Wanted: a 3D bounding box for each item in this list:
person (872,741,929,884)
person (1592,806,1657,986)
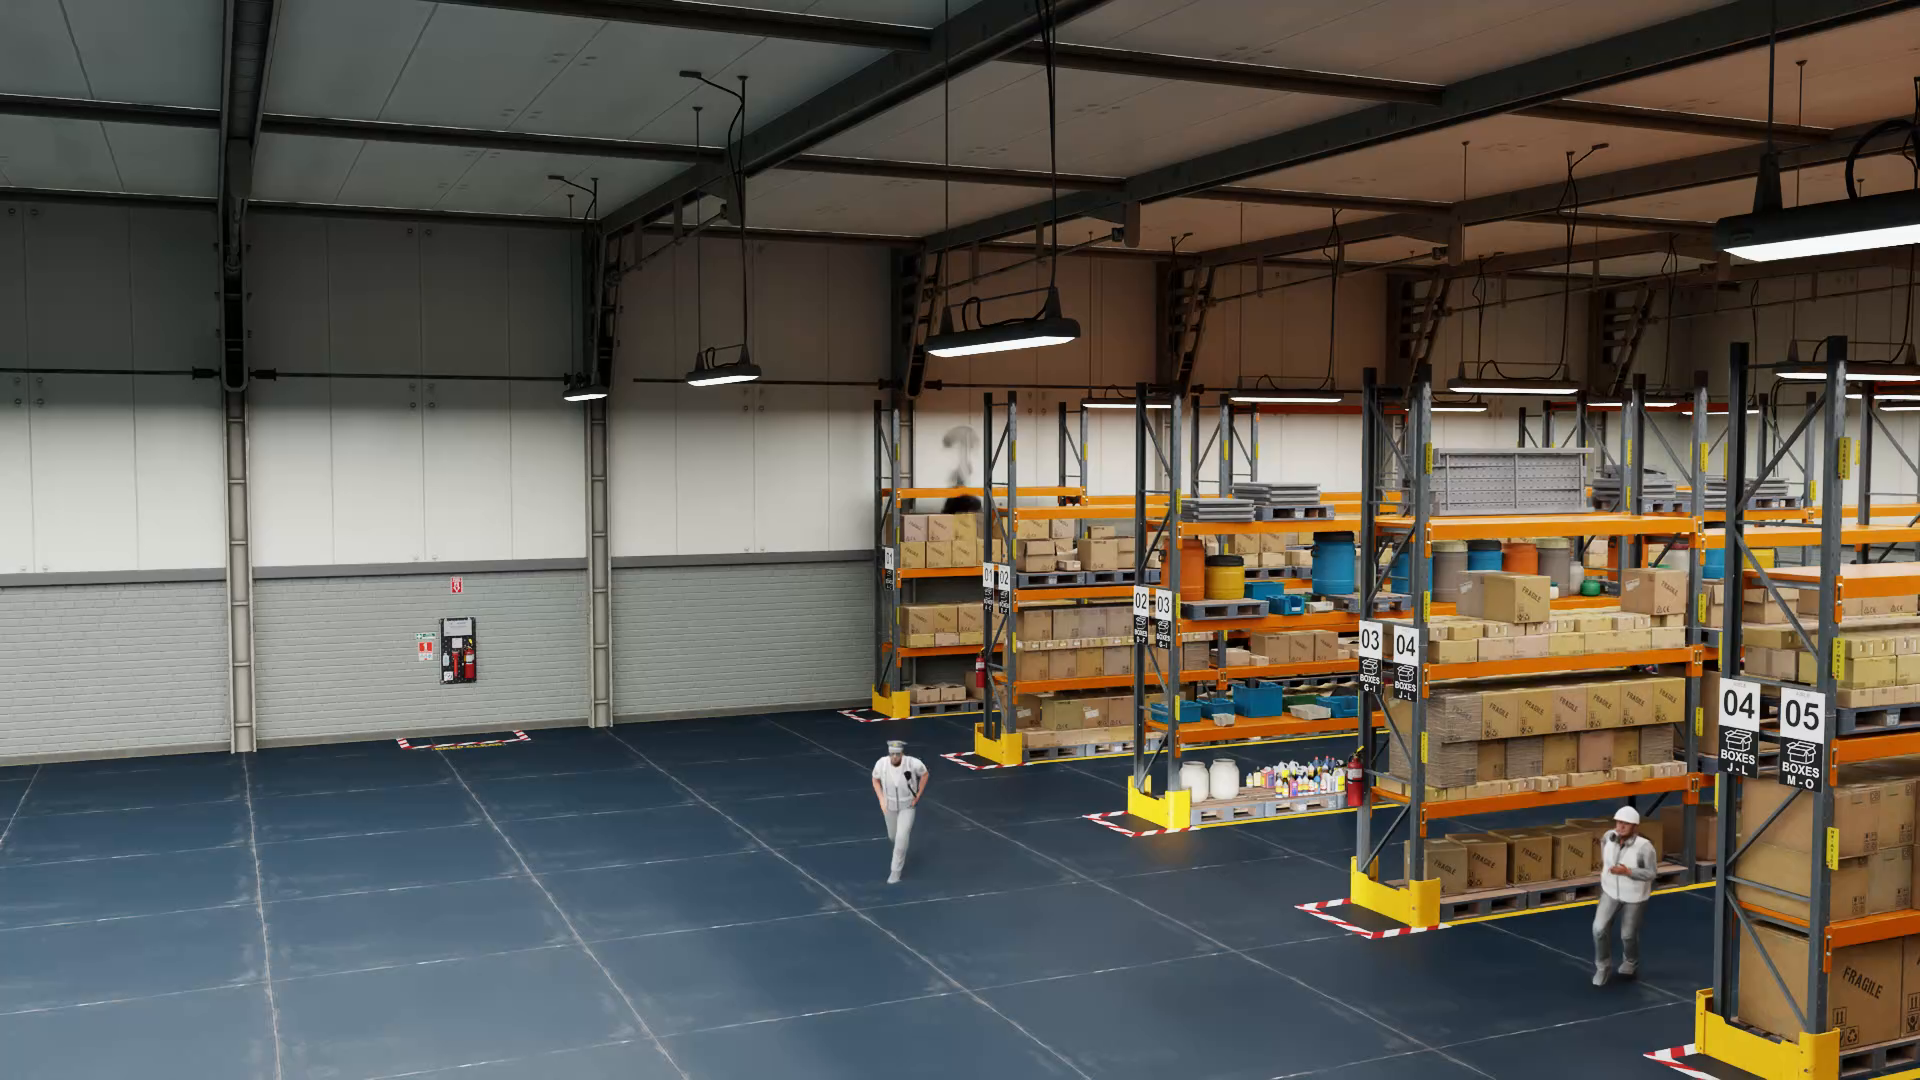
[{"bbox_3d":[-0.704,3.189,19.931,0.676,1.722,0.970,0,3,3],"label":"person"},{"bbox_3d":[6.335,3.398,15.800,0.636,1.811,0.811,3,5,43],"label":"person"}]
